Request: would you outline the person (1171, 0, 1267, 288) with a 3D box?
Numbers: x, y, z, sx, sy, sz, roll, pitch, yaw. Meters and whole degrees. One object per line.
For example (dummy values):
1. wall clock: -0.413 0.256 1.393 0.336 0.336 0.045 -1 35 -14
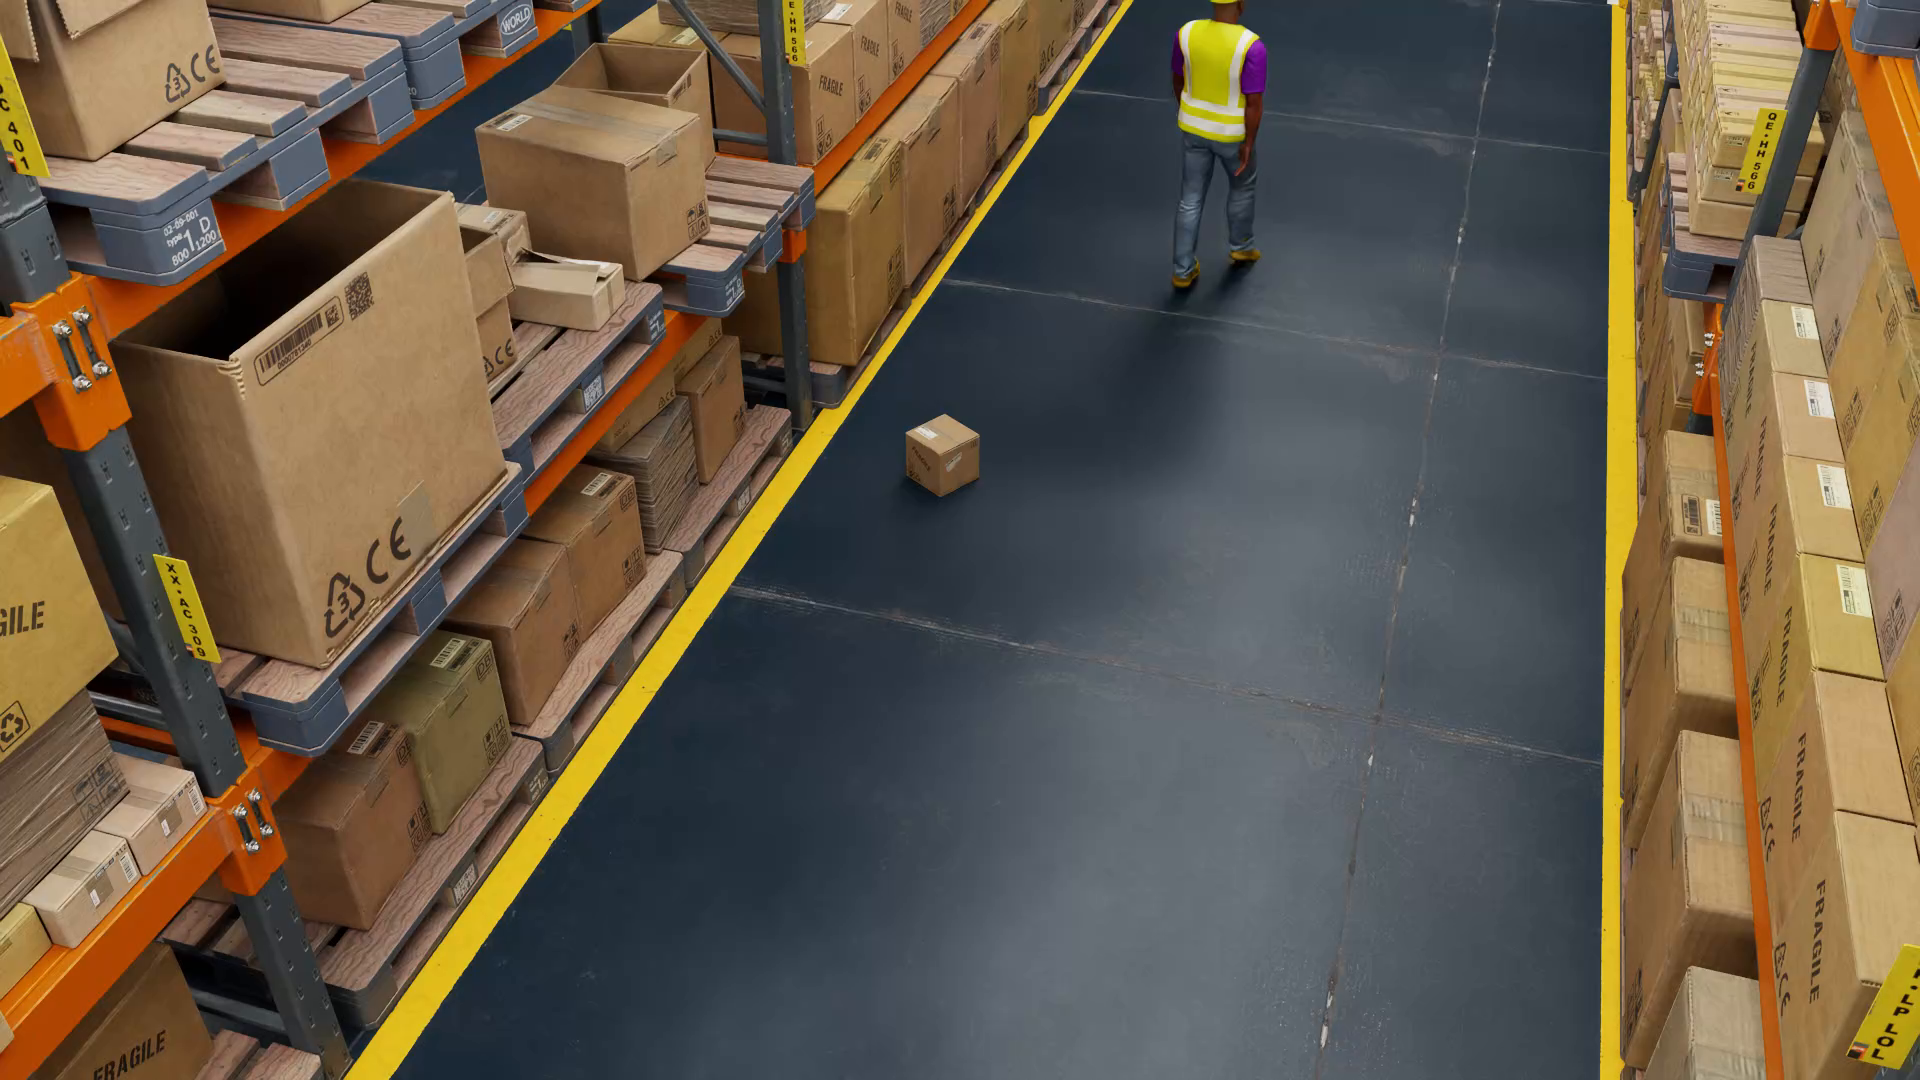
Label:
1. person: 1.440 -2.276 9.180 0.588 1.803 0.765 20 41 24
